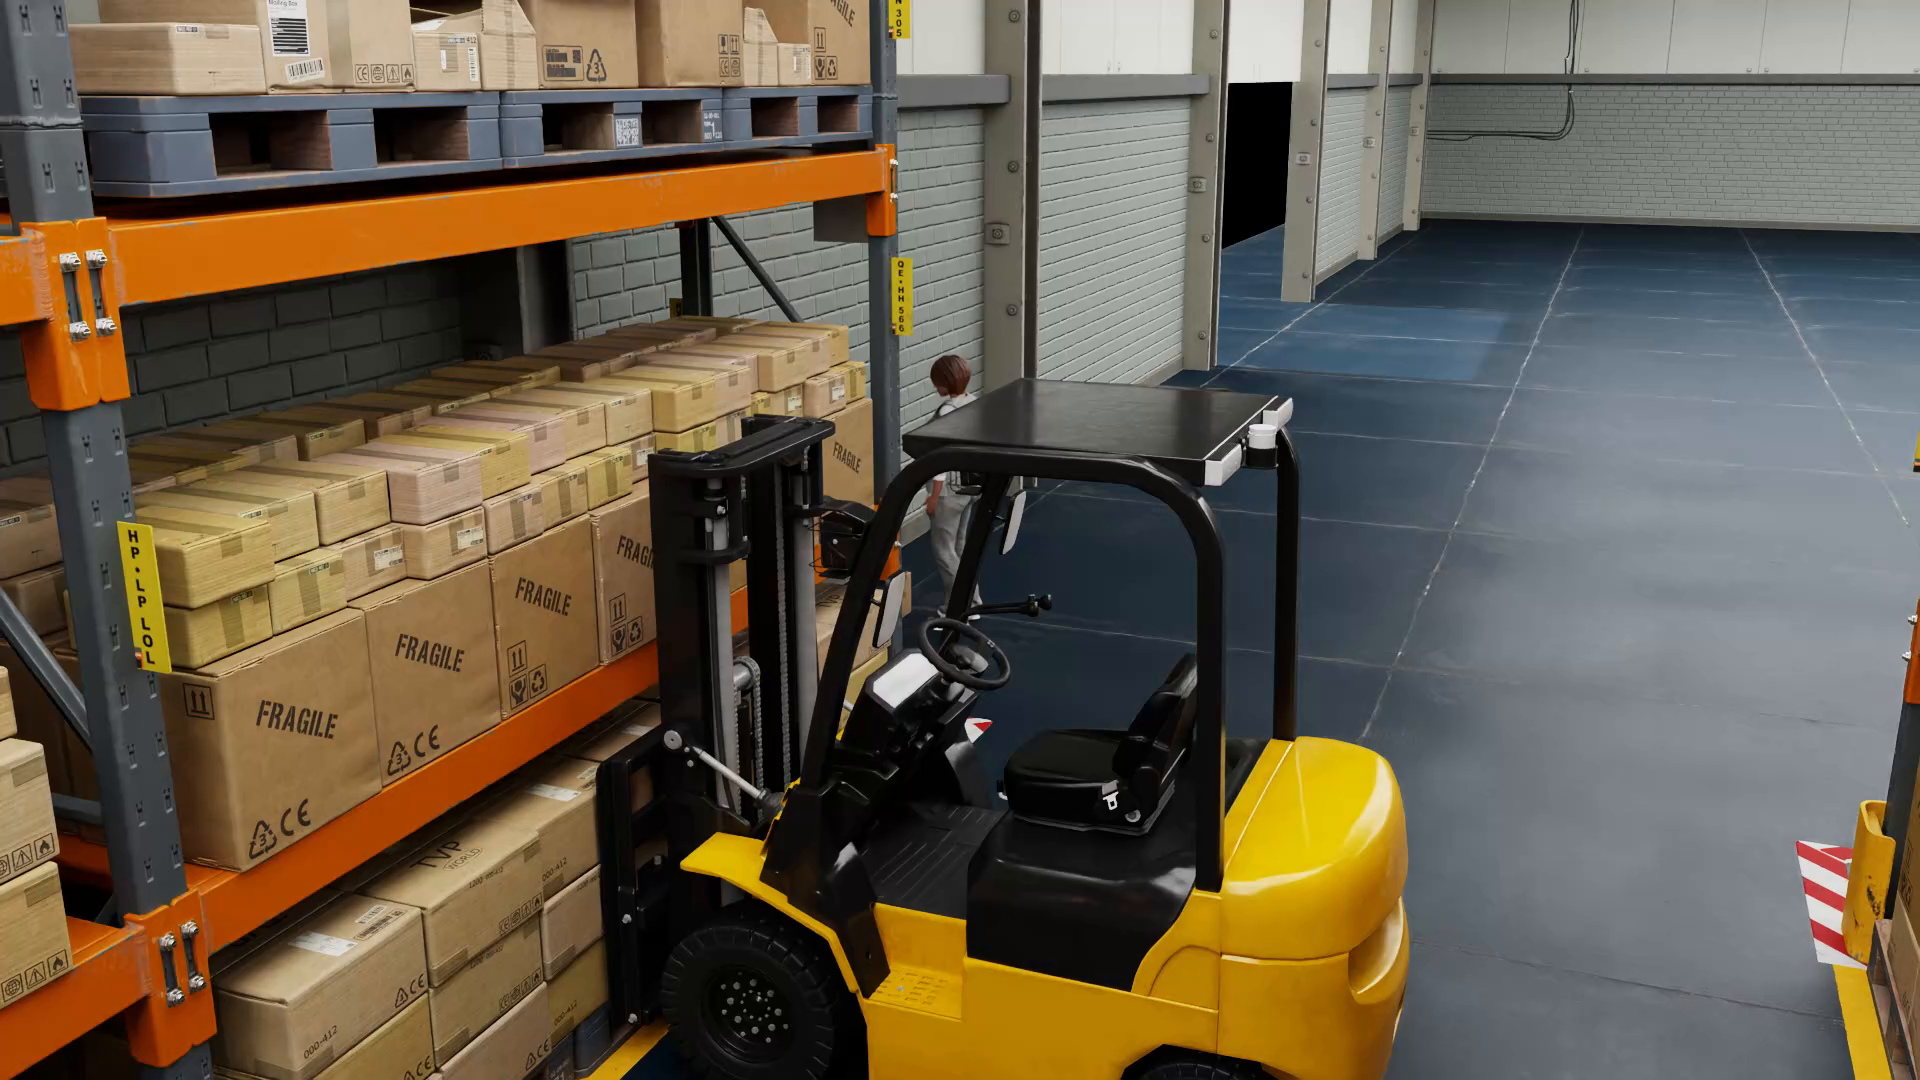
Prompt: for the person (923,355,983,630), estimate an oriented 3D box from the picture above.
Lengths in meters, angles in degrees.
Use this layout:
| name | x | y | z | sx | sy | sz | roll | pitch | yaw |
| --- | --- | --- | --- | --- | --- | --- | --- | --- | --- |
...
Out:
| name | x | y | z | sx | sy | sz | roll | pitch | yaw |
| --- | --- | --- | --- | --- | --- | --- | --- | --- | --- |
| person | -0.044 | -0.263 | 9.511 | 0.301 | 1.587 | 0.407 | 6 | 17 | 22 |
